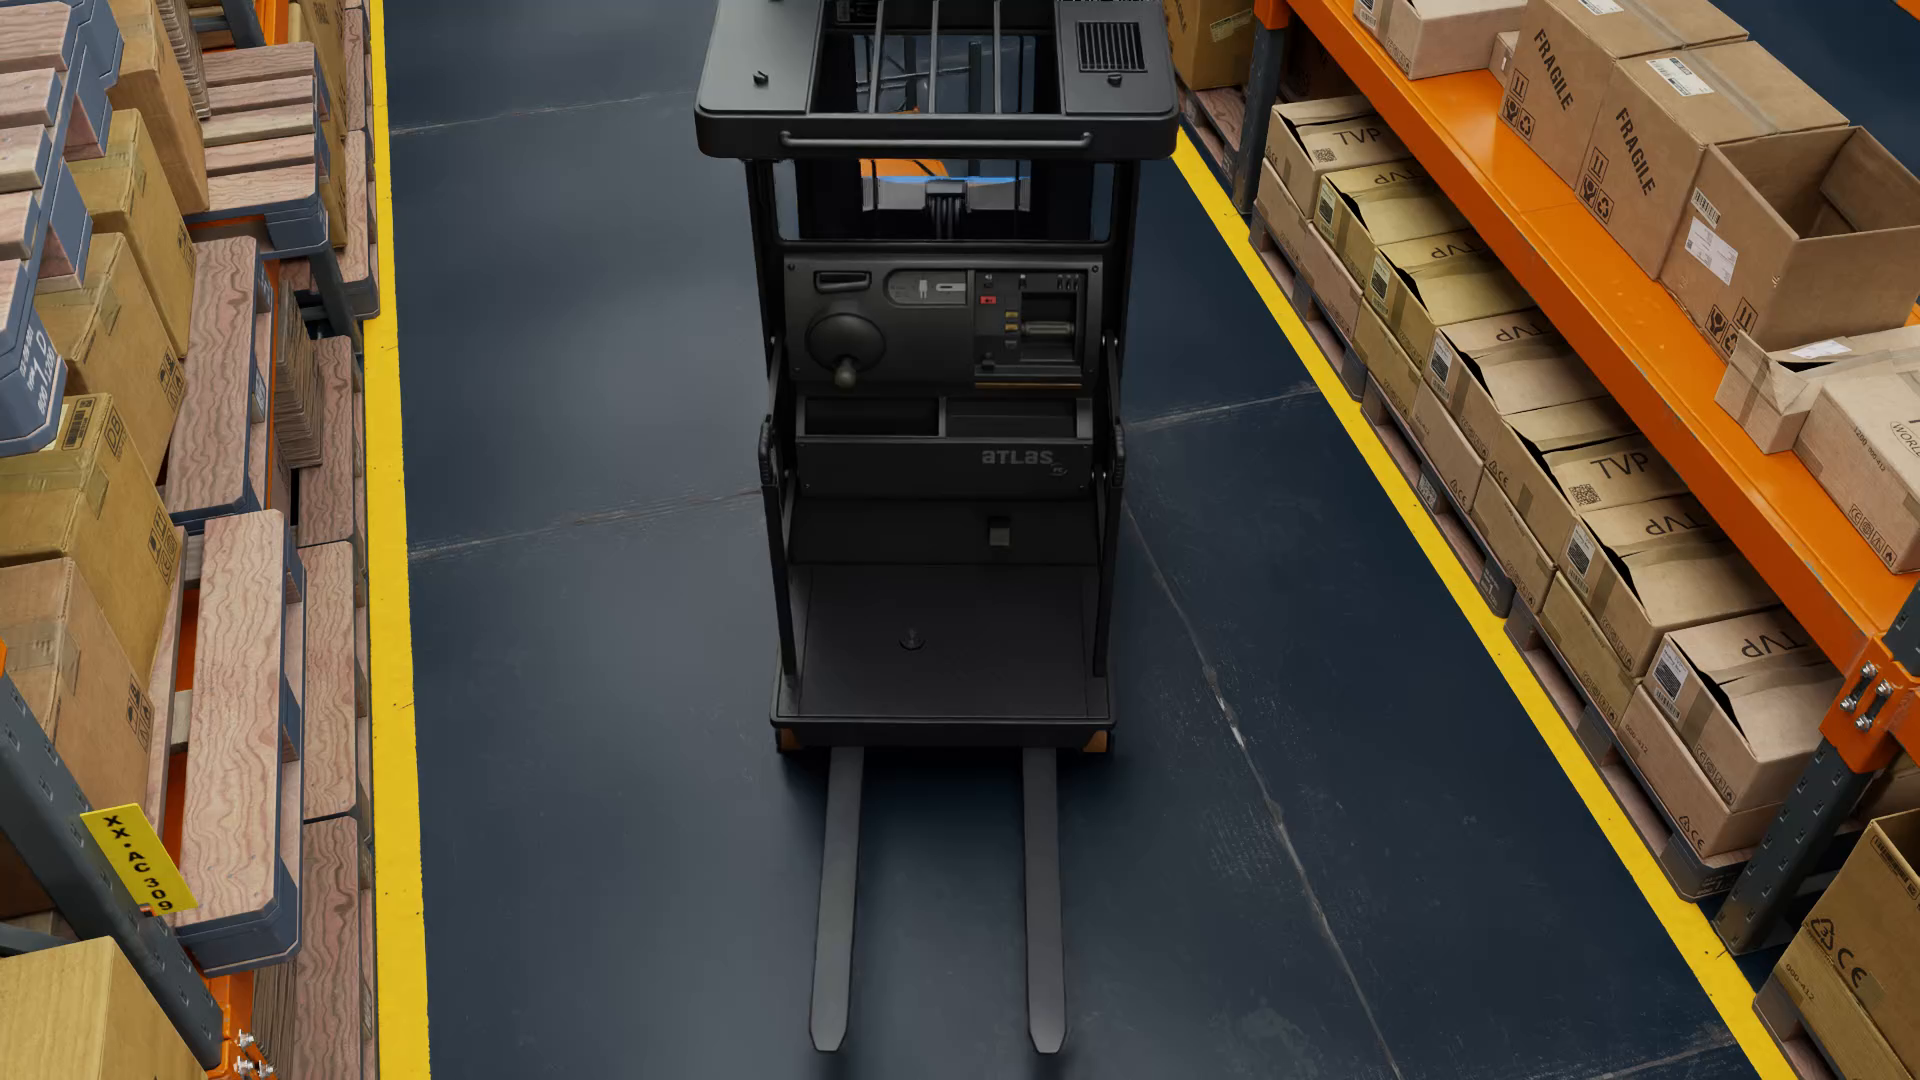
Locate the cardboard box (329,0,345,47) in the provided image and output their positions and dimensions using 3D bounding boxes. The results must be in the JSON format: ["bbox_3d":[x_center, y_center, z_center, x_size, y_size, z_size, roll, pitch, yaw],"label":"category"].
[{"bbox_3d":[-3.517,-2.894,8.197,0.750,0.750,0.750,-9,46,-9],"label":"cardboard box"}]

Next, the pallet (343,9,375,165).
[{"bbox_3d":[-3.453,-2.199,8.257,1.003,0.211,1.213,-11,47,-10],"label":"pallet"}]

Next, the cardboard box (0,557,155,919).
[{"bbox_3d":[-2.088,0.439,3.342,0.700,0.500,0.500,-11,47,-10],"label":"cardboard box"}]

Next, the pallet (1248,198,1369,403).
[{"bbox_3d":[1.946,-1.133,7.212,1.003,0.211,1.213,-11,47,-10],"label":"pallet"}]

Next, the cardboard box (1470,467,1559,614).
[{"bbox_3d":[2.151,-0.043,5.823,0.500,0.250,0.500,-10,46,-9],"label":"cardboard box"}]

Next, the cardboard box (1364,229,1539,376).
[{"bbox_3d":[1.894,-0.936,6.306,0.500,0.311,0.500,-12,47,-11],"label":"cardboard box"}]

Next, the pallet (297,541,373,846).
[{"bbox_3d":[-2.508,0.580,5.533,1.003,0.211,1.213,-11,47,-10],"label":"pallet"}]

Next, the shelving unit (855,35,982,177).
[{"bbox_3d":[-0.301,-1.556,6.725,0.587,1.500,1.083,-11,47,-10],"label":"shelving unit"}]

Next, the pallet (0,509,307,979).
[{"bbox_3d":[-2.046,0.498,3.796,1.003,0.211,1.213,-11,47,-10],"label":"pallet"}]

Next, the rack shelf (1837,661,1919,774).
[{"bbox_3d":[3.309,1.710,2.978,1.077,0.370,4.000,-11,47,-10],"label":"rack shelf"}]

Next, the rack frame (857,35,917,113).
[{"bbox_3d":[-0.430,-1.901,7.063,0.500,1.500,0.032,-11,47,-10],"label":"rack frame"}]

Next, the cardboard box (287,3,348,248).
[{"bbox_3d":[-3.077,-1.702,7.029,0.750,0.750,0.750,-11,47,-11],"label":"cardboard box"}]

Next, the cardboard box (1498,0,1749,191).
[{"bbox_3d":[2.218,-1.564,5.612,0.500,0.500,0.500,-13,47,-12],"label":"cardboard box"}]

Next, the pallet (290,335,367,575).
[{"bbox_3d":[-2.817,-0.260,6.357,1.003,0.211,1.213,-11,47,-10],"label":"pallet"}]

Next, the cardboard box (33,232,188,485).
[{"bbox_3d":[-2.423,-0.397,4.161,0.700,0.500,0.500,-5,46,-5],"label":"cardboard box"}]

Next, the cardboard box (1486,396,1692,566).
[{"bbox_3d":[2.151,-0.234,5.617,0.500,0.311,0.500,-11,47,-10],"label":"cardboard box"}]

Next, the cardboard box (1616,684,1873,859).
[{"bbox_3d":[2.410,0.659,5.135,0.500,0.250,0.500,-11,47,-11],"label":"cardboard box"}]

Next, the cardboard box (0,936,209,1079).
[{"bbox_3d":[-1.571,1.038,2.698,0.500,0.500,0.500,-11,47,-10],"label":"cardboard box"}]

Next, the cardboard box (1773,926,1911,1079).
[{"bbox_3d":[2.622,1.268,4.538,0.500,0.250,0.500,-11,47,-10],"label":"cardboard box"}]

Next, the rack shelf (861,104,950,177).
[{"bbox_3d":[-0.298,-1.424,6.847,0.538,0.185,1.000,-11,47,-10],"label":"rack shelf"}]

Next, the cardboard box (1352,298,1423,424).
[{"bbox_3d":[1.891,-0.749,6.515,0.500,0.250,0.500,-12,47,-11],"label":"cardboard box"}]

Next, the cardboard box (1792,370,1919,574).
[{"bbox_3d":[2.628,-0.202,4.453,0.500,0.250,0.500,-8,46,-8],"label":"cardboard box"}]

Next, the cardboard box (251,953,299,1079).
[{"bbox_3d":[-2.196,1.201,4.415,0.700,0.500,0.500,-9,46,-9],"label":"cardboard box"}]

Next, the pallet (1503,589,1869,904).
[{"bbox_3d":[2.570,0.552,5.561,1.003,0.211,1.213,-11,47,-10],"label":"pallet"}]

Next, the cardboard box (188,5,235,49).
[{"bbox_3d":[-2.876,-1.965,6.237,0.380,0.149,0.250,-11,47,-11],"label":"cardboard box"}]

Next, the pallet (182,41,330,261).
[{"bbox_3d":[-2.730,-1.236,5.496,1.213,0.211,1.003,-11,47,-10],"label":"pallet"}]

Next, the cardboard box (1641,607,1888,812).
[{"bbox_3d":[2.416,0.469,4.928,0.500,0.311,0.500,-11,47,-10],"label":"cardboard box"}]

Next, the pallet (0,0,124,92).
[{"bbox_3d":[-2.315,-1.160,3.318,1.213,0.211,1.003,-11,47,-10],"label":"pallet"}]

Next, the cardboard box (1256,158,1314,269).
[{"bbox_3d":[1.623,-1.454,7.206,0.500,0.250,0.500,-11,47,-10],"label":"cardboard box"}]

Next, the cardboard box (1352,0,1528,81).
[{"bbox_3d":[1.814,-2.000,6.172,0.500,0.311,0.500,-11,47,-11],"label":"cardboard box"}]

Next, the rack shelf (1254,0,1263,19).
[{"bbox_3d":[1.260,-3.813,8.391,1.077,0.370,4.000,-11,47,-10],"label":"rack shelf"}]

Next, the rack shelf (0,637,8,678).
[{"bbox_3d":[-2.503,-1.193,3.723,1.077,0.370,4.000,-11,47,-10],"label":"rack shelf"}]

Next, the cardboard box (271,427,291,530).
[{"bbox_3d":[-2.761,-0.191,5.779,0.700,0.500,0.500,-11,47,-10],"label":"cardboard box"}]

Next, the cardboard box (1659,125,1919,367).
[{"bbox_3d":[2.481,-0.855,4.917,0.500,0.500,0.500,-8,46,-7],"label":"cardboard box"}]

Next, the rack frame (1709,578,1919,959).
[{"bbox_3d":[2.797,0.077,4.074,1.000,3.000,0.127,-11,47,-10],"label":"rack frame"}]

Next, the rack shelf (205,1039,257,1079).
[{"bbox_3d":[-1.479,2.618,2.088,1.077,0.370,4.000,-11,47,-10],"label":"rack shelf"}]

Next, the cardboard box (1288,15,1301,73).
[{"bbox_3d":[1.793,-2.690,8.229,0.500,0.500,0.500,-12,47,-12],"label":"cardboard box"}]

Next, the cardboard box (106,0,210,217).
[{"bbox_3d":[-2.716,-1.261,5.008,0.700,0.500,0.500,-15,47,-14],"label":"cardboard box"}]

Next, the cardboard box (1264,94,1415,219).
[{"bbox_3d":[1.623,-1.650,7.005,0.500,0.311,0.500,-9,46,-9],"label":"cardboard box"}]

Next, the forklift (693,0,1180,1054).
[{"bbox_3d":[-0.049,-0.546,4.733,1.130,2.935,3.031,0,46,0],"label":"forklift"}]
